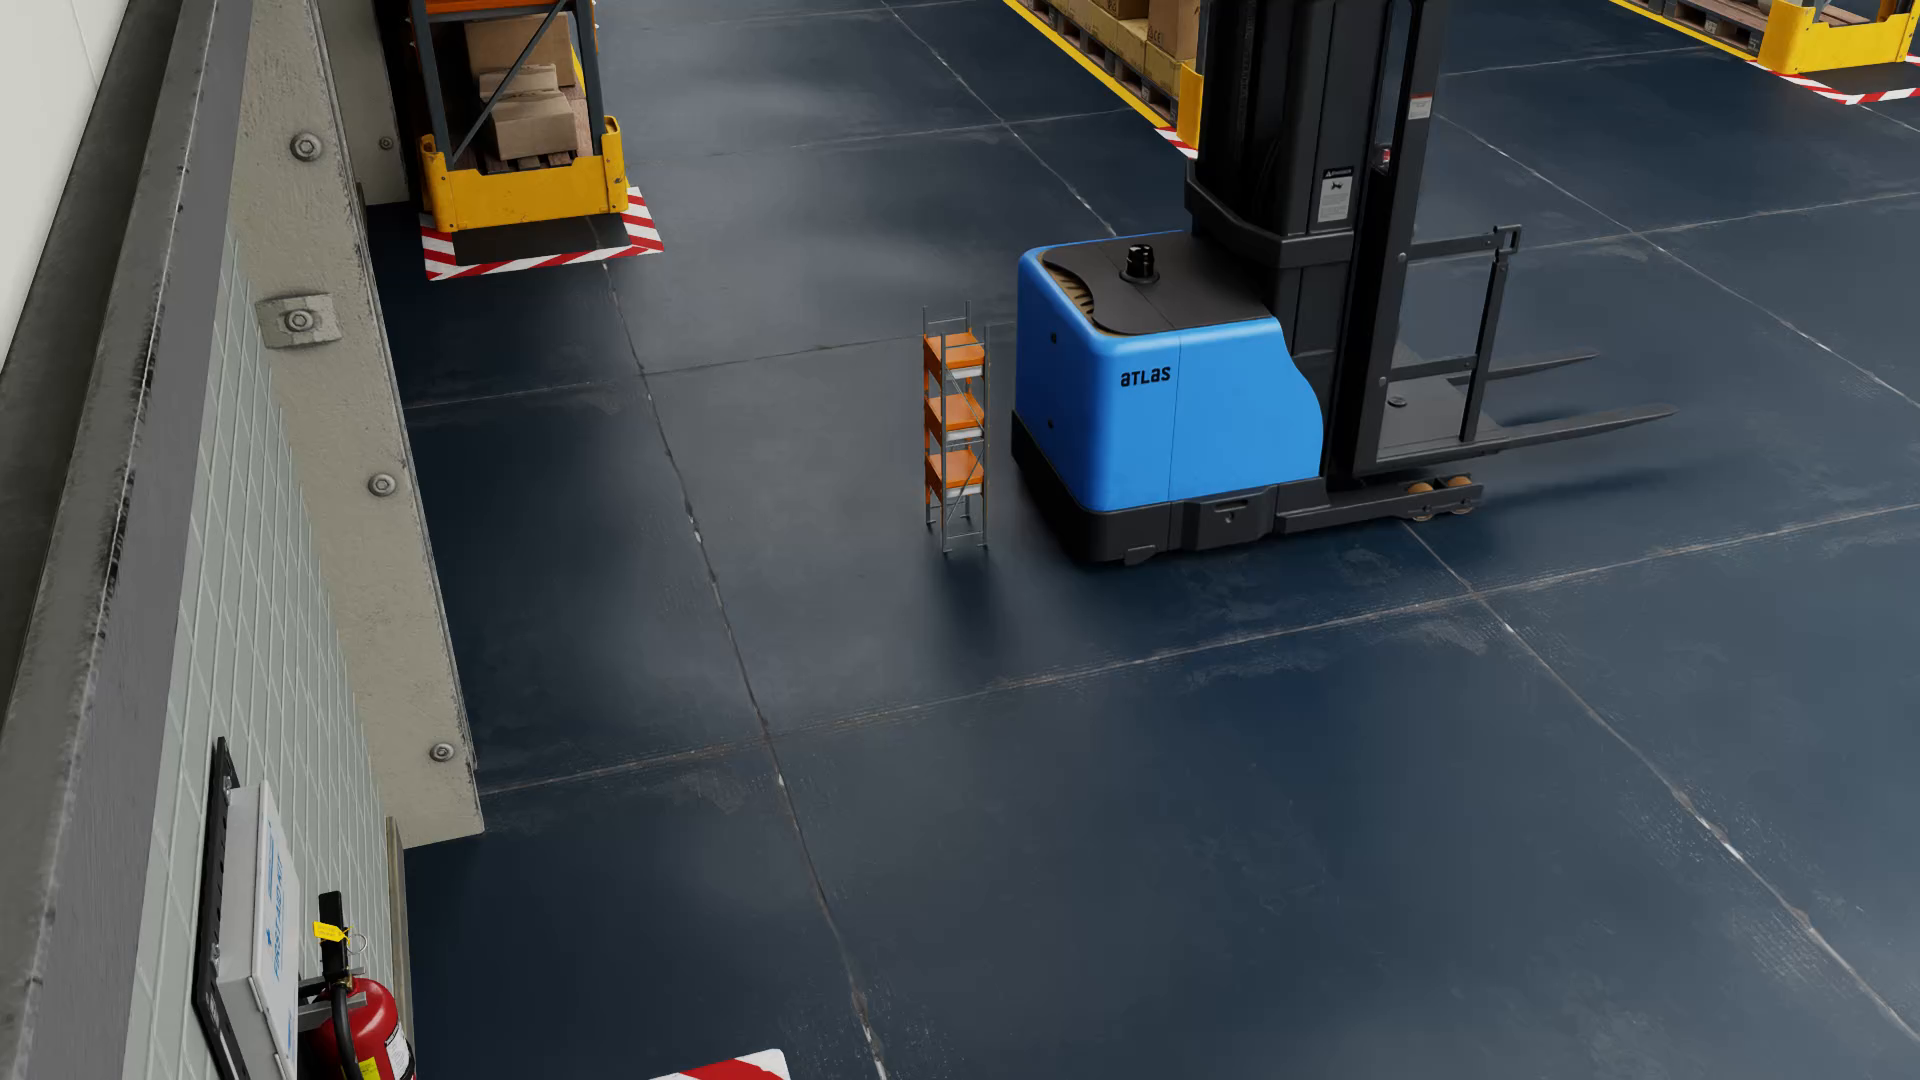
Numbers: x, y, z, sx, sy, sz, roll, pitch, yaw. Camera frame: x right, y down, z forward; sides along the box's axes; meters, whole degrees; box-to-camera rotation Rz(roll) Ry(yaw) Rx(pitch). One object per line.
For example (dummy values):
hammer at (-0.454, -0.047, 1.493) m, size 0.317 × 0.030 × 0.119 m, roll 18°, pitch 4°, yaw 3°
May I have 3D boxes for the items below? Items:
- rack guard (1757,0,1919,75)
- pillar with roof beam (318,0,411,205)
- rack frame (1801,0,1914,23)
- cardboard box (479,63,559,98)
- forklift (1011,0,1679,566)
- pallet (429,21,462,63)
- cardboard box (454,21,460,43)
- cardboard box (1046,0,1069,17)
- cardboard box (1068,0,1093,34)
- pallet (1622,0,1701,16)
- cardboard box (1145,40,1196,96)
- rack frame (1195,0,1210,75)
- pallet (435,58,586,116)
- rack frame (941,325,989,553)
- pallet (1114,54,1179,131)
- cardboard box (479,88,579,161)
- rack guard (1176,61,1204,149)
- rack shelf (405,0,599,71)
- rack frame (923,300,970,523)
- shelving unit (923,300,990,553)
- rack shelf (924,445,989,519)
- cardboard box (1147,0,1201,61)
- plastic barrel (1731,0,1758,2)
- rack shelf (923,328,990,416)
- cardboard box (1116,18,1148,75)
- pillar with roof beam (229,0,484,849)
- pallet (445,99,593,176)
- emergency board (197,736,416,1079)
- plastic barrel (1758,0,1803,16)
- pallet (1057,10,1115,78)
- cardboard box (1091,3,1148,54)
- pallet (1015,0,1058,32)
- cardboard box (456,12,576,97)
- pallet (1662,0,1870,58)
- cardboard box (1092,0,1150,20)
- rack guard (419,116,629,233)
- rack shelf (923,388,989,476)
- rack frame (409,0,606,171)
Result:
rack guard at (6.729, -3.907, 12.709) m, size 1.175 × 0.500 × 0.348 m, roll -10°, pitch 35°, yaw -15°
pillar with roof beam at (0.424, -6.701, 9.228) m, size 9.100 × 9.000 × 0.400 m, roll -10°, pitch 35°, yaw -15°
rack frame at (6.797, -4.918, 11.972) m, size 1.000 × 3.000 × 0.127 m, roll -10°, pitch 35°, yaw -15°
cardboard box at (-2.937, -2.992, 11.096) m, size 0.500 × 0.311 × 0.500 m, roll -7°, pitch 34°, yaw -11°
forklift at (1.814, -1.575, 6.975) m, size 3.031 × 2.935 × 1.130 m, roll -10°, pitch 35°, yaw -14°
pallet at (-3.620, -3.842, 12.873) m, size 1.003 × 0.211 × 1.213 m, roll -10°, pitch 35°, yaw -15°
cardboard box at (-3.504, -3.955, 12.382) m, size 0.500 × 0.500 × 0.500 m, roll -13°, pitch 35°, yaw -18°
cardboard box at (1.006, -4.394, 13.292) m, size 0.500 × 0.250 × 0.500 m, roll -10°, pitch 35°, yaw -15°
cardboard box at (1.164, -4.132, 12.896) m, size 0.500 × 0.250 × 0.500 m, roll -10°, pitch 35°, yaw -15°
pallet at (6.117, -4.853, 14.404) m, size 1.003 × 0.211 × 1.213 m, roll -10°, pitch 35°, yaw -15°
cardboard box at (1.633, -3.347, 11.707) m, size 0.500 × 0.250 × 0.500 m, roll -10°, pitch 35°, yaw -15°
rack frame at (2.078, -4.087, 10.714) m, size 1.000 × 3.000 × 0.127 m, roll -10°, pitch 35°, yaw -15°
pallet at (-3.244, -3.200, 11.902) m, size 1.003 × 0.211 × 1.213 m, roll -10°, pitch 35°, yaw -15°
rack frame at (0.021, -0.402, 6.906) m, size 0.200 × 1.050 × 0.008 m, roll -10°, pitch 35°, yaw -15°
pallet at (1.805, -3.318, 12.080) m, size 1.003 × 0.211 × 1.213 m, roll -10°, pitch 35°, yaw -15°
cardboard box at (-2.764, -2.692, 10.643) m, size 0.500 × 0.311 × 0.500 m, roll -14°, pitch 36°, yaw -20°
rack guard at (2.086, -3.032, 11.384) m, size 1.175 × 0.500 × 0.348 m, roll -10°, pitch 35°, yaw -15°
rack shelf at (-3.248, -4.002, 11.238) m, size 1.077 × 0.370 × 4.000 m, roll -10°, pitch 35°, yaw -15°
rack frame at (-0.054, -0.530, 7.100) m, size 0.200 × 1.050 × 0.008 m, roll -10°, pitch 35°, yaw -15°
shelving unit at (-0.016, -0.466, 7.003) m, size 0.215 × 1.050 × 0.252 m, roll -10°, pitch 35°, yaw -15°
rack shelf at (-0.016, -0.225, 7.162) m, size 0.215 × 0.259 × 0.240 m, roll -10°, pitch 35°, yaw -15°
cardboard box at (1.631, -3.659, 11.500) m, size 0.500 × 0.500 × 0.500 m, roll -10°, pitch 35°, yaw -15°
plastic barrel at (6.370, -4.651, 13.444) m, size 0.421 × 0.512 × 0.421 m, roll 0°, pitch 33°, yaw 0°
rack shelf at (-0.016, -0.694, 6.852) m, size 0.215 × 0.259 × 0.240 m, roll -10°, pitch 35°, yaw -15°
cardboard box at (1.469, -3.607, 12.102) m, size 0.500 × 0.250 × 0.500 m, roll -10°, pitch 35°, yaw -15°
pillar with roof beam at (2.254, -3.551, 4.461) m, size 9.100 × 9.000 × 0.400 m, roll -10°, pitch 35°, yaw -15°
pallet at (-2.876, -2.561, 10.934) m, size 1.003 × 0.211 × 1.213 m, roll -10°, pitch 35°, yaw -15°
emergency board at (-1.128, 0.980, 3.046) m, size 0.194 × 1.169 × 0.643 m, roll -10°, pitch 35°, yaw -15°
plastic barrel at (6.523, -4.388, 13.045) m, size 0.421 × 0.512 × 0.421 m, roll 0°, pitch 33°, yaw 0°
pallet at (1.437, -3.958, 13.048) m, size 1.003 × 0.211 × 1.213 m, roll -10°, pitch 35°, yaw -15°
cardboard box at (1.315, -3.870, 12.498) m, size 0.500 × 0.250 × 0.500 m, roll -10°, pitch 35°, yaw -15°
pallet at (1.061, -4.599, 14.019) m, size 1.003 × 0.211 × 1.213 m, roll -10°, pitch 35°, yaw -15°
cardboard box at (-3.114, -3.464, 11.640) m, size 0.700 × 0.500 × 0.500 m, roll -12°, pitch 35°, yaw -18°
pallet at (6.486, -4.214, 13.436) m, size 1.003 × 0.211 × 1.213 m, roll -10°, pitch 35°, yaw -15°
cardboard box at (1.312, -4.182, 12.291) m, size 0.500 × 0.500 × 0.500 m, roll -10°, pitch 35°, yaw -15°
rack guard at (-2.661, -2.249, 10.200) m, size 1.175 × 0.500 × 0.348 m, roll -10°, pitch 35°, yaw -15°
rack shelf at (-0.016, -0.457, 7.009) m, size 0.215 × 0.259 × 0.240 m, roll -10°, pitch 35°, yaw -15°
rack frame at (-2.638, -3.252, 9.451) m, size 1.000 × 3.000 × 0.127 m, roll -10°, pitch 35°, yaw -15°
